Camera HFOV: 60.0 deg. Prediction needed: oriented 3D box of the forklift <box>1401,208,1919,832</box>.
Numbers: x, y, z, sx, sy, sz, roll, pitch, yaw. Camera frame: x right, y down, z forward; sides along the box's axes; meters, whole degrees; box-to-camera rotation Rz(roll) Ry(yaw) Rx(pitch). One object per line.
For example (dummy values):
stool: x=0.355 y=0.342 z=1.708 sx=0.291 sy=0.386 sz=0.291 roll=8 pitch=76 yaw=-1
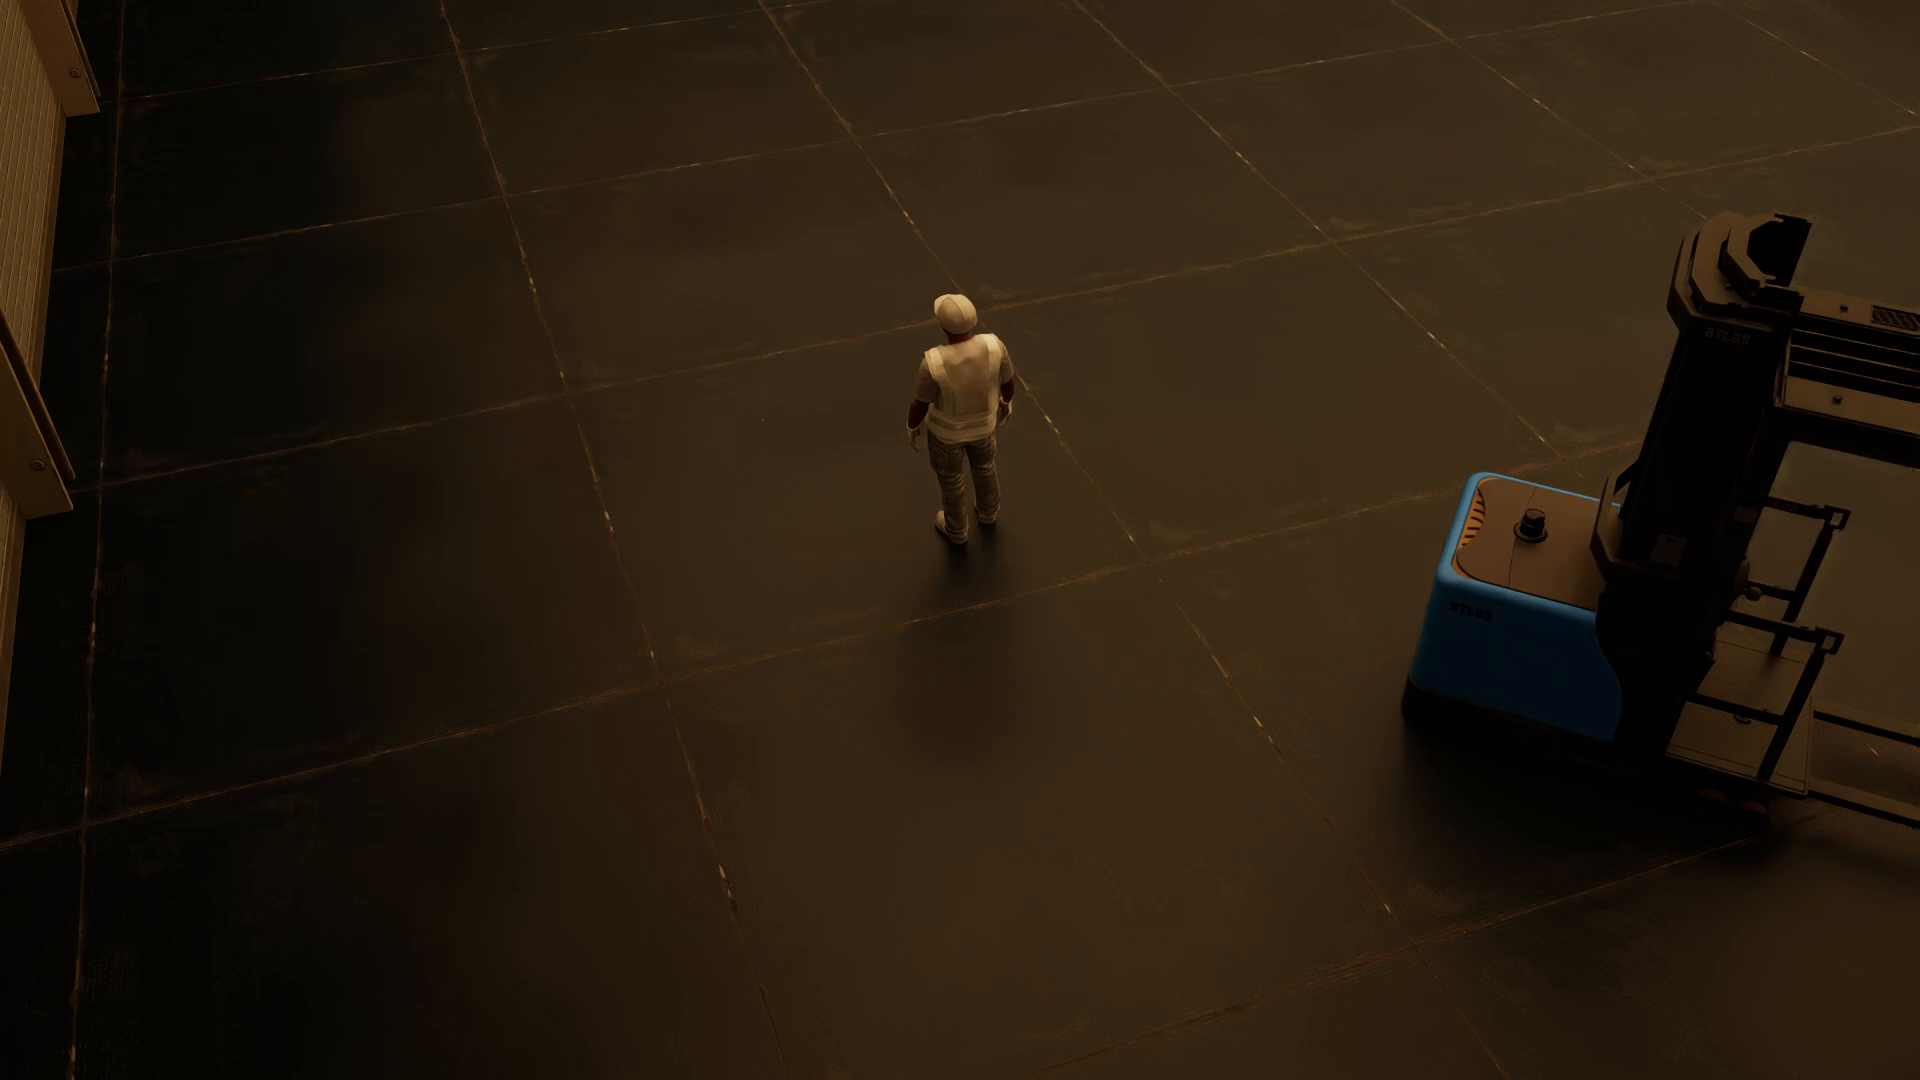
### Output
forklift: x=3.970 y=-0.024 z=8.025 sx=3.031 sy=2.935 sz=1.130 roll=16 pitch=43 yaw=18

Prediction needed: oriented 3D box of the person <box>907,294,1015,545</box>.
person: x=-0.016 y=-0.732 z=9.753 sx=0.656 sy=1.777 sz=0.577 roll=-13 pitch=42 yaw=-15
